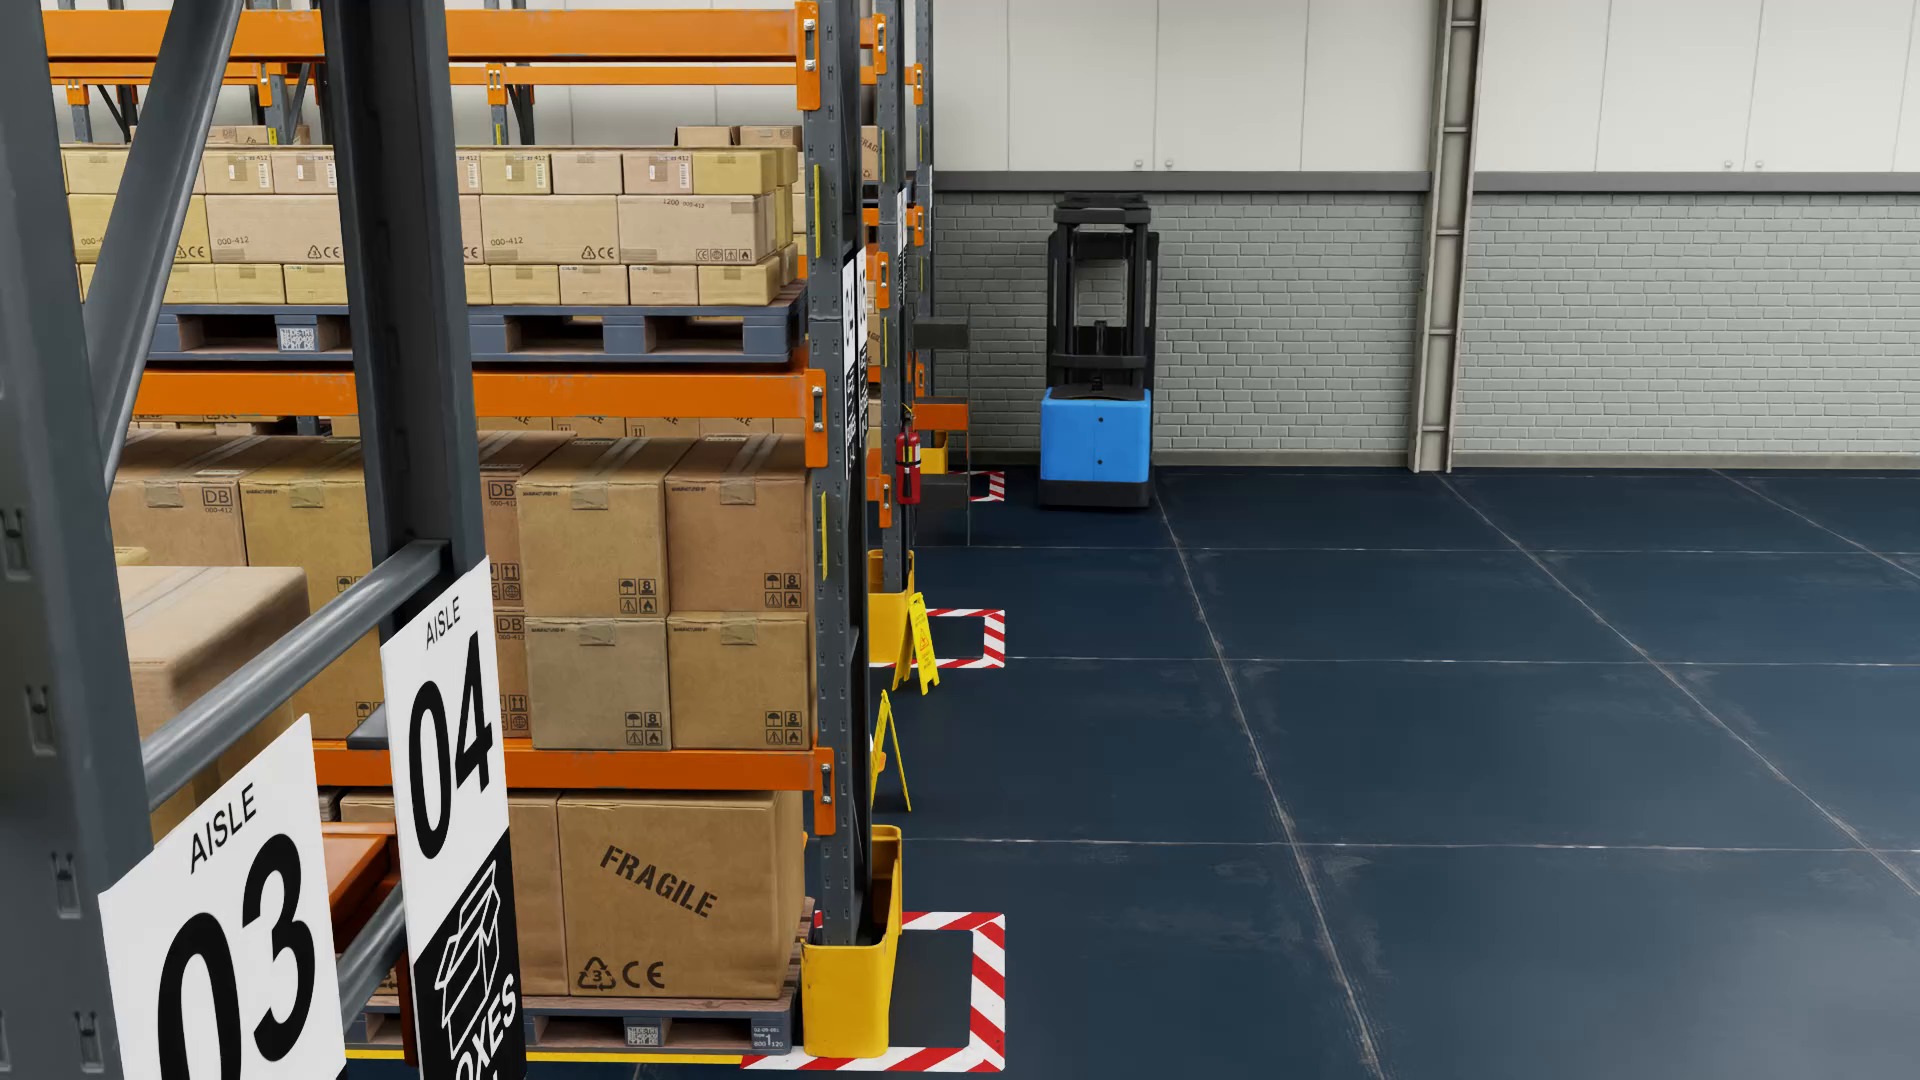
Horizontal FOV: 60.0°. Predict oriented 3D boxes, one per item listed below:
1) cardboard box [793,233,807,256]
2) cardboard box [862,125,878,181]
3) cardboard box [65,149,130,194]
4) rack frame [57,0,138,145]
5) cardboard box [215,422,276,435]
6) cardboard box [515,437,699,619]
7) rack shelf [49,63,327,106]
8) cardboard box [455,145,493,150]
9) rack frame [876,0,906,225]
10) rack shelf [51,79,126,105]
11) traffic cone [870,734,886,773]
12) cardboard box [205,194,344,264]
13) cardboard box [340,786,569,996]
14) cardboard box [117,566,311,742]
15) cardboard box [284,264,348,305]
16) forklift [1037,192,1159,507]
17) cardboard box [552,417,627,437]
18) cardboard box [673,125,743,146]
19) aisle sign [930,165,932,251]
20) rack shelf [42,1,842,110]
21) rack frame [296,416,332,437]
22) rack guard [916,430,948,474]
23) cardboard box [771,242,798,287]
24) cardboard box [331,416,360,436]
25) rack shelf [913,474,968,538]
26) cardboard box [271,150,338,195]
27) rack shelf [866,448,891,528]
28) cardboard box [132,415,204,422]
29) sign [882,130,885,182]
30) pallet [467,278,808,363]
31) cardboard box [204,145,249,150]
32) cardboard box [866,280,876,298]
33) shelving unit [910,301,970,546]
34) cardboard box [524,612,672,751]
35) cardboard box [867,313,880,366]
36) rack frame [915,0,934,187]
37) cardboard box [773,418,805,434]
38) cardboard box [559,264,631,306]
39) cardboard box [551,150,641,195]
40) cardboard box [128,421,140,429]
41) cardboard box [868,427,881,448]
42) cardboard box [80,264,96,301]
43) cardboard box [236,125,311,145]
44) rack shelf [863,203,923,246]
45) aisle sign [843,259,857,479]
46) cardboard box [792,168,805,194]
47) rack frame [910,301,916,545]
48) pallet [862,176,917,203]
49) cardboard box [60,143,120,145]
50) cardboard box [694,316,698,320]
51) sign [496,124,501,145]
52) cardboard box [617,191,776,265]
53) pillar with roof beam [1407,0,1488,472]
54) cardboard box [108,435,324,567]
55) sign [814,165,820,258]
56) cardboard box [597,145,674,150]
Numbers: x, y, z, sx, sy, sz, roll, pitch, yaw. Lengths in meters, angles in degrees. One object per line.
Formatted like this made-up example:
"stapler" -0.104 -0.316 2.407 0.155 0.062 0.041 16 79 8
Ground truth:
"cardboard box" -1.072 -1.996 11.137 0.250 0.149 0.380 0 15 2
"cardboard box" -0.785 -3.699 15.886 0.500 0.500 0.500 1 15 3
"cardboard box" -3.109 -1.376 6.207 0.250 0.149 0.380 1 15 2
"rack frame" -8.333 -4.961 16.005 0.127 3.000 1.000 0 15 1
"cardboard box" -4.979 -0.783 11.598 0.250 0.149 0.380 1 15 2
"cardboard box" -1.407 -0.067 6.802 0.550 0.550 0.875 0 15 1
"rack shelf" -6.457 -3.141 11.300 4.000 0.370 1.077 0 15 1
"cardboard box" -2.081 -1.537 6.817 0.250 0.149 0.380 0 15 1
"rack frame" -0.459 -3.643 11.010 0.127 3.000 1.000 0 15 1
"rack shelf" -10.333 -4.433 16.197 4.000 0.370 1.077 0 15 1
"traffic cone" -0.610 1.095 9.781 0.334 0.463 0.336 0 15 1
"cardboard box" -2.487 -1.195 6.301 0.500 0.250 0.500 1 15 2
"cardboard box" -2.044 1.352 7.178 0.875 0.875 0.875 0 15 1
"cardboard box" -0.981 0.153 2.012 0.250 0.149 0.380 0 15 1
"cardboard box" -2.350 -0.986 6.290 0.250 0.149 0.380 1 15 2
"forklift" 1.438 -2.052 16.873 1.130 2.935 3.031 2 15 6
"cardboard box" -2.515 -0.885 11.535 0.500 0.500 0.500 1 15 2
"cardboard box" -2.390 -3.747 16.059 0.637 0.503 0.797 1 15 3
"aisle sign" -0.278 -3.190 15.956 0.004 0.787 0.394 0 15 1
"rack shelf" -2.484 -1.852 6.415 4.000 0.370 1.077 0 15 1
"rack frame" -4.458 -0.769 11.874 0.127 3.000 1.000 0 15 1
"rack guard" -0.312 -0.800 16.891 0.348 0.500 1.175 0 15 1
"cardboard box" -0.819 -1.144 6.889 0.250 0.149 0.380 0 15 2
"cardboard box" -4.025 -0.887 11.543 0.500 0.500 0.500 0 15 1
"rack shelf" -0.165 -0.326 14.758 0.480 0.518 0.431 0 15 1
"cardboard box" -2.355 -1.371 6.187 0.250 0.149 0.380 0 15 2
"rack shelf" -2.458 -0.408 11.916 4.000 0.370 1.077 0 15 1
"cardboard box" -5.421 -1.111 11.570 0.500 0.500 0.500 0 15 2
"sign" -0.493 -2.480 10.743 0.005 0.325 0.100 0 15 1
"pallet" -1.226 -0.889 6.625 1.213 0.211 1.003 0 15 1
"cardboard box" -3.096 -1.544 6.843 0.250 0.149 0.380 0 15 2
"cardboard box" -0.947 -2.457 16.221 0.250 0.149 0.380 0 15 2
"shelving unit" -0.165 -1.016 14.576 0.503 2.100 0.431 0 15 1
"cardboard box" -1.407 0.459 6.926 0.550 0.550 0.875 0 15 1
"cardboard box" -0.835 -1.993 16.318 0.500 0.500 0.500 0 15 0
"rack frame" -0.336 -4.909 15.808 0.127 3.000 1.000 0 15 1
"cardboard box" -1.009 -0.868 11.471 0.500 0.500 0.500 0 15 0
"cardboard box" -1.334 -0.979 6.264 0.250 0.149 0.380 1 15 2
"cardboard box" -1.336 -1.365 6.163 0.250 0.149 0.380 1 15 2
"cardboard box" -5.756 -0.783 11.596 0.250 0.149 0.380 0 15 2
"cardboard box" -0.831 -1.047 16.516 0.500 0.250 0.500 0 15 1
"cardboard box" -3.111 -0.991 6.309 0.250 0.149 0.380 0 15 1
"cardboard box" -6.598 -3.737 16.030 0.500 0.500 0.500 1 15 3
"rack shelf" -2.335 -3.124 16.331 4.000 0.370 1.077 0 15 1
"aisle sign" -0.421 -0.660 6.364 0.004 0.787 0.394 0 15 1
"cardboard box" -1.061 -2.396 11.089 0.250 0.149 0.380 1 15 2
"rack frame" -0.409 -1.018 14.582 0.015 2.100 0.400 0 15 1
"pallet" -1.042 -3.427 16.244 1.213 0.211 1.003 0 15 1
"cardboard box" -6.061 -2.564 11.288 0.500 0.250 0.500 1 15 2
"cardboard box" -1.993 -1.348 11.331 0.500 0.500 0.700 0 15 1
"sign" -4.339 -3.749 15.658 0.005 0.325 0.100 0 15 1
"cardboard box" -0.981 -1.185 6.262 0.500 0.250 0.500 1 15 2
"pillar with roof beam" 4.879 -4.007 12.387 0.400 9.000 9.100 0 15 1
"cardboard box" -3.026 -0.077 6.840 0.550 0.550 0.875 0 15 1
"sign" -0.512 -1.182 5.978 0.005 0.325 0.100 0 15 1
"cardboard box" -1.316 -1.532 6.798 0.250 0.149 0.380 0 15 1
